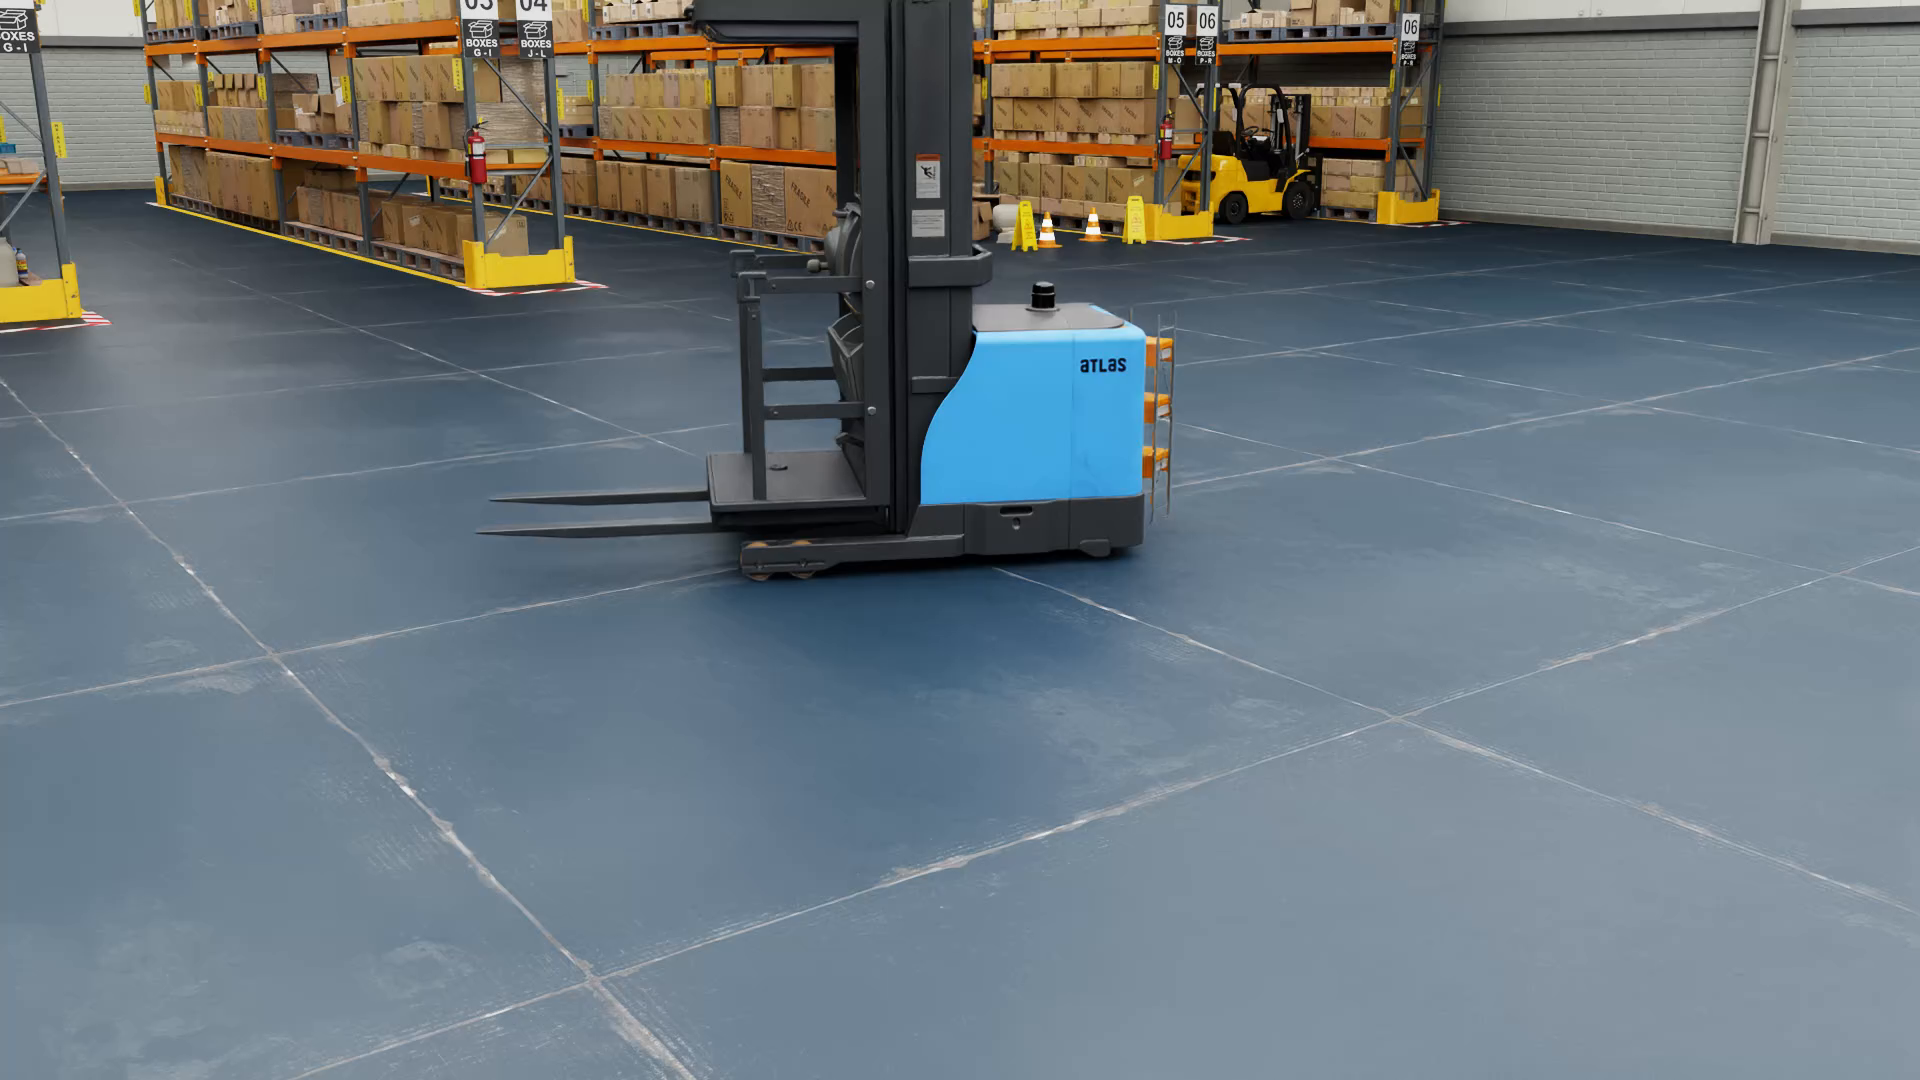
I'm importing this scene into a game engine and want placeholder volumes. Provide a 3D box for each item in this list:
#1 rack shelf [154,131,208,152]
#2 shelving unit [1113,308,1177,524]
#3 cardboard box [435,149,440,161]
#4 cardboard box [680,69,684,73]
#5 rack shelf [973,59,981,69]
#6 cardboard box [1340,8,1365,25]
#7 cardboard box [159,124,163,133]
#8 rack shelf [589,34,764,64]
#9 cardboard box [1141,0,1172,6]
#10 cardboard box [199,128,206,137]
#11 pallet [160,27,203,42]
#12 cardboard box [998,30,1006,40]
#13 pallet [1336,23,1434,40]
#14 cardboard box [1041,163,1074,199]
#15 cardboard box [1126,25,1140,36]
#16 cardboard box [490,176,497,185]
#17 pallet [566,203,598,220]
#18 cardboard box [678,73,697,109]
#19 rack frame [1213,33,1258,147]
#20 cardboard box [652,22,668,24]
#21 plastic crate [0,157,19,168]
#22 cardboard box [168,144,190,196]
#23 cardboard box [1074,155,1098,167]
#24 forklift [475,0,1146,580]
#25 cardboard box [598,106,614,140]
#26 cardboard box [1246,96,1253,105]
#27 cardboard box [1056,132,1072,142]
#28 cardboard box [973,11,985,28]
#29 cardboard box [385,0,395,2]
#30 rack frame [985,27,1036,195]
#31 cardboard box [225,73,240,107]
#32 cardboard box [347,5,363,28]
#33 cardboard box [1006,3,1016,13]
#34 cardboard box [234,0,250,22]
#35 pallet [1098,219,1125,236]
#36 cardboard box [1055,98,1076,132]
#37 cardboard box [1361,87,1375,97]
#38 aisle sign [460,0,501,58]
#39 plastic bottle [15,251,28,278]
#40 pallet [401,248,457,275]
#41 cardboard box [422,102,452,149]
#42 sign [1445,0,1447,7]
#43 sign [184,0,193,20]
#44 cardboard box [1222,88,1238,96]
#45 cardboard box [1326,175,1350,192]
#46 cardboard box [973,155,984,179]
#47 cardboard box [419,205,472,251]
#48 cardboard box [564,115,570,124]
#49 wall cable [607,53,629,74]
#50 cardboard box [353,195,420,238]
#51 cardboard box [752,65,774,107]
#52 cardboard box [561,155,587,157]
[{"bbox_3d":[-13.060,-6.916,29.025,1.077,0.370,4.000,-11,19,-35],"label":"rack shelf"},{"bbox_3d":[0.914,-0.624,8.367,0.252,1.050,0.215,9,18,31],"label":"shelving unit"},{"bbox_3d":[-5.746,-4.395,18.929,0.380,0.149,0.250,-11,19,-35],"label":"cardboard box"},{"bbox_3d":[-5.597,-9.733,34.644,0.380,0.149,0.250,-11,19,-34],"label":"cardboard box"},{"bbox_3d":[-1.031,-10.672,37.067,1.077,0.370,4.000,-11,19,-35],"label":"rack shelf"},{"bbox_3d":[6.318,-8.399,26.671,0.396,0.266,0.258,-11,19,-34],"label":"cardboard box"},{"bbox_3d":[-14.142,-7.387,29.860,0.380,0.149,0.250,-11,19,-35],"label":"cardboard box"},{"bbox_3d":[-4.285,-7.403,25.121,1.077,0.370,4.000,-11,19,-35],"label":"rack shelf"},{"bbox_3d":[2.750,-7.548,23.256,0.380,0.149,0.250,-11,19,-34],"label":"cardboard box"},{"bbox_3d":[-12.328,-6.729,27.455,0.380,0.149,0.250,-11,19,-34],"label":"cardboard box"},{"bbox_3d":[-13.070,-8.676,28.581,1.003,0.211,1.213,-11,19,-35],"label":"pallet"},{"bbox_3d":[0.820,-7.886,25.999,0.380,0.149,0.250,-11,19,-35],"label":"cardboard box"},{"bbox_3d":[6.805,-8.142,26.627,1.003,0.211,1.213,-11,19,-35],"label":"pallet"},{"bbox_3d":[1.592,-5.512,25.527,0.500,0.500,0.500,-10,18,-32],"label":"cardboard box"},{"bbox_3d":[2.579,-7.218,23.560,0.380,0.149,0.250,-11,19,-34],"label":"cardboard box"},{"bbox_3d":[-8.424,-6.629,30.655,0.380,0.149,0.250,-12,19,-37],"label":"cardboard box"},{"bbox_3d":[-5.919,-5.552,27.961,1.003,0.211,1.213,-11,19,-35],"label":"pallet"},{"bbox_3d":[-3.710,-6.621,24.501,0.700,0.500,0.500,-11,19,-35],"label":"cardboard box"},{"bbox_3d":[4.848,-7.437,29.566,1.000,3.000,0.127,-11,19,-35],"label":"rack frame"},{"bbox_3d":[-4.604,-8.208,25.885,0.500,0.311,0.500,-11,19,-35],"label":"cardboard box"},{"bbox_3d":[-10.027,-3.924,17.231,0.530,0.136,0.437,-11,19,-35],"label":"plastic crate"},{"bbox_3d":[-13.795,-6.743,30.261,0.875,0.875,0.875,-11,19,-35],"label":"cardboard box"},{"bbox_3d":[1.936,-5.672,24.880,0.380,0.149,0.250,-10,18,-32],"label":"cardboard box"},{"bbox_3d":[-0.708,-1.385,7.586,3.031,2.935,1.130,-3,16,-9],"label":"forklift"},{"bbox_3d":[-5.415,-6.640,26.466,0.500,0.500,0.500,-11,19,-34],"label":"cardboard box"},{"bbox_3d":[5.152,-7.583,28.681,0.380,0.149,0.250,-11,19,-35],"label":"cardboard box"},{"bbox_3d":[1.677,-6.103,25.170,0.380,0.149,0.250,-11,19,-35],"label":"cardboard box"},{"bbox_3d":[0.375,-8.345,26.690,0.500,0.250,0.500,-11,19,-36],"label":"cardboard box"},{"bbox_3d":[-6.442,-6.304,19.275,0.380,0.149,0.250,-11,19,-36],"label":"cardboard box"},{"bbox_3d":[0.836,-6.666,26.748,1.000,3.000,0.127,-11,19,-35],"label":"rack frame"},{"bbox_3d":[-11.108,-7.084,26.188,0.797,0.503,0.637,-11,19,-34],"label":"cardboard box"},{"bbox_3d":[-7.123,-6.366,20.256,0.500,0.250,0.500,-12,19,-37],"label":"cardboard box"},{"bbox_3d":[0.933,-8.207,25.663,0.380,0.149,0.250,-10,18,-33],"label":"cardboard box"},{"bbox_3d":[-10.528,-7.969,24.843,0.500,0.500,0.500,-10,18,-32],"label":"cardboard box"},{"bbox_3d":[2.694,-4.662,24.709,1.003,0.211,1.213,-11,19,-35],"label":"pallet"},{"bbox_3d":[1.781,-6.403,25.034,0.500,0.500,0.500,-11,19,-34],"label":"cardboard box"},{"bbox_3d":[6.649,-7.179,26.642,0.380,0.149,0.250,-11,19,-34],"label":"cardboard box"},{"bbox_3d":[-5.035,-5.467,17.446,0.394,0.787,0.004,-11,19,-35],"label":"aisle sign"},{"bbox_3d":[-9.649,-2.836,17.092,0.097,0.271,0.097,0,15,0],"label":"plastic bottle"},{"bbox_3d":[-6.036,-3.384,20.040,1.003,0.211,1.213,-11,19,-35],"label":"pallet"},{"bbox_3d":[-5.521,-4.675,18.722,0.875,0.500,0.500,-11,19,-35],"label":"cardboard box"},{"bbox_3d":[7.653,-8.574,26.234,0.100,0.325,0.005,-11,19,-35],"label":"sign"},{"bbox_3d":[-12.332,-8.484,26.579,0.100,0.325,0.005,-11,19,-35],"label":"sign"},{"bbox_3d":[4.796,-7.827,29.011,0.380,0.149,0.250,-10,18,-33],"label":"cardboard box"},{"bbox_3d":[6.375,-5.864,27.287,0.500,0.250,0.500,-11,19,-35],"label":"cardboard box"},{"bbox_3d":[0.568,-7.892,35.167,0.500,0.500,0.500,-11,19,-35],"label":"cardboard box"},{"bbox_3d":[-6.206,-3.791,20.185,0.500,0.500,0.500,-13,20,-39],"label":"cardboard box"},{"bbox_3d":[-6.267,-6.899,27.279,0.380,0.149,0.250,-11,19,-35],"label":"cardboard box"},{"bbox_3d":[-8.414,-11.141,41.176,0.588,1.984,0.122,-11,19,-35],"label":"wall cable"},{"bbox_3d":[-7.524,-4.268,21.891,0.700,0.500,0.500,-13,20,-39],"label":"cardboard box"},{"bbox_3d":[-2.296,-6.149,22.530,0.875,0.550,0.550,-11,19,-35],"label":"cardboard box"},{"bbox_3d":[-6.667,-6.411,28.337,0.500,0.250,0.500,-10,18,-33],"label":"cardboard box"}]
